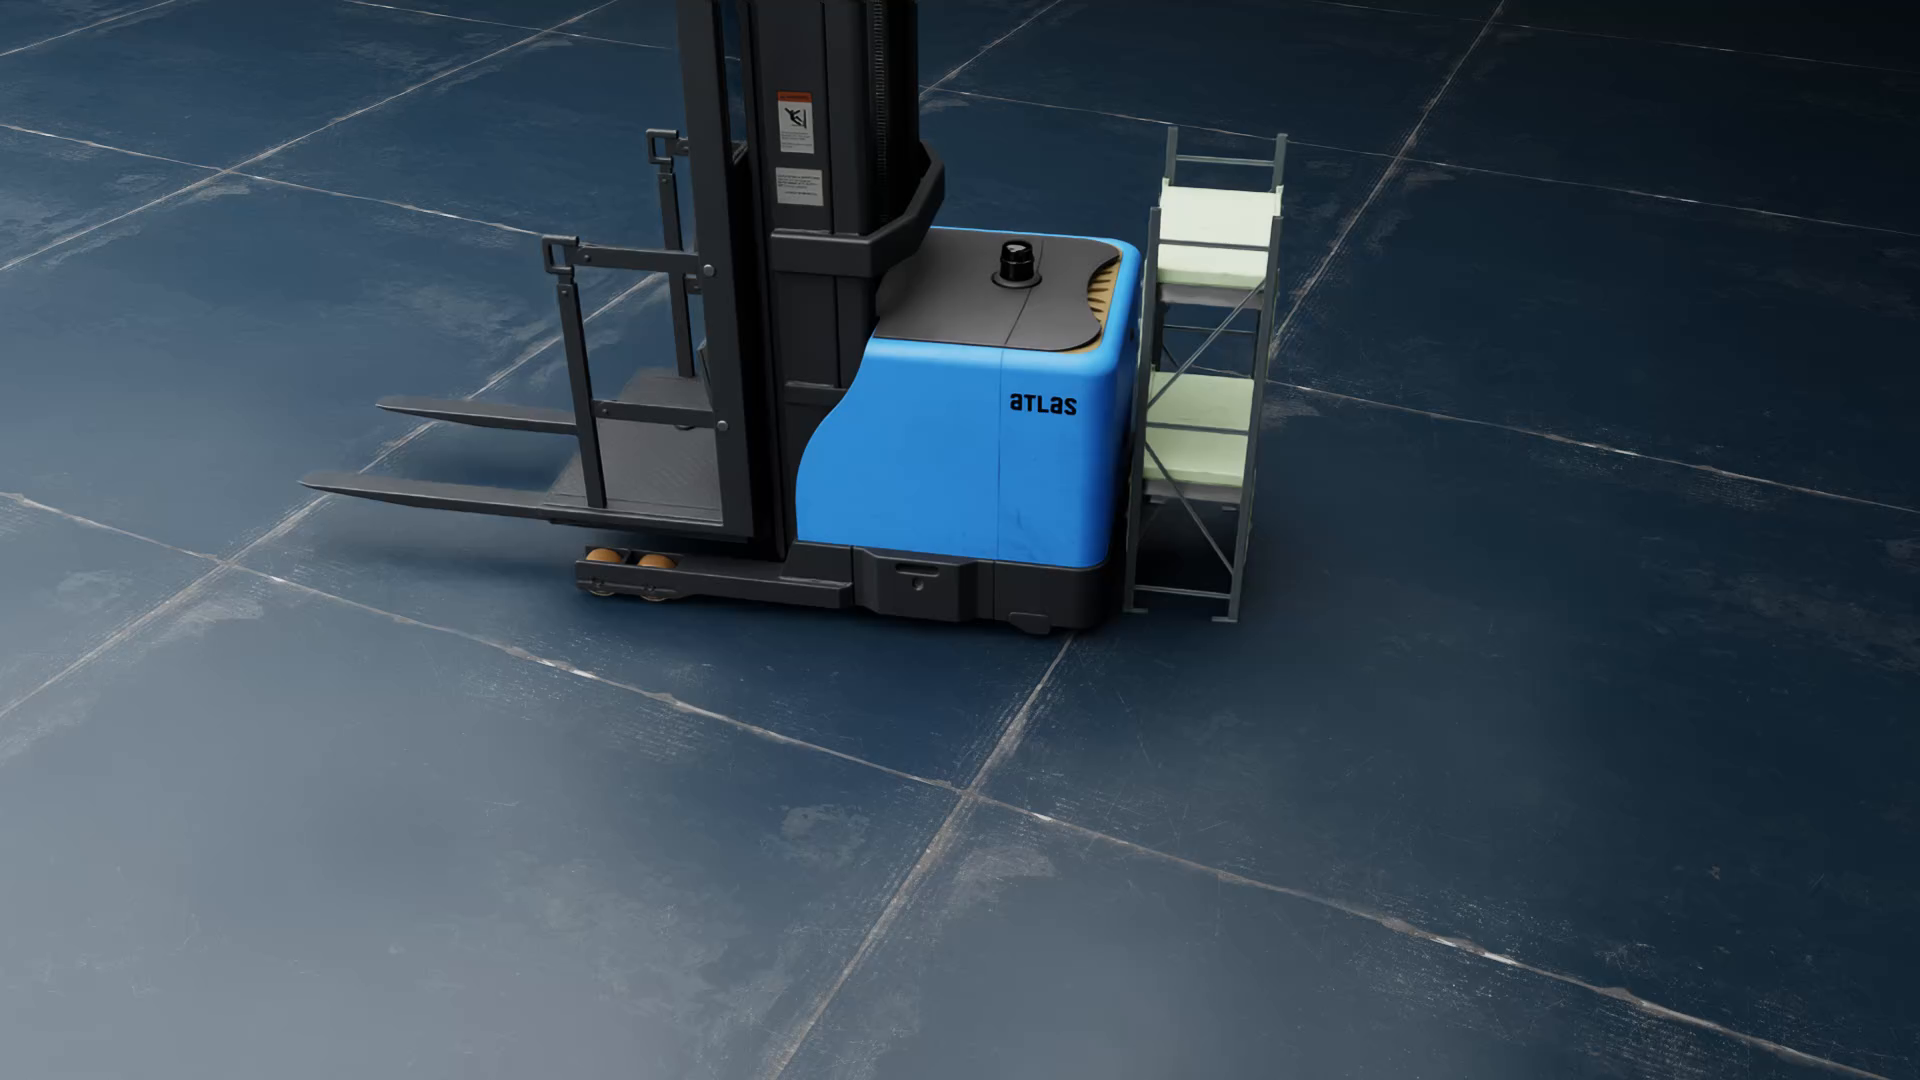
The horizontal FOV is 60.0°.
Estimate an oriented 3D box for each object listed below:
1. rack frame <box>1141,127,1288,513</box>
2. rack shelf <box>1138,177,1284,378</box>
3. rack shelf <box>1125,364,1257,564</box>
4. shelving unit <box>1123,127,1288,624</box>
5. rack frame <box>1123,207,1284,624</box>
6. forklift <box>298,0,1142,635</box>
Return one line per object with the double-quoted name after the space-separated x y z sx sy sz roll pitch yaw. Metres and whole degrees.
0.904 -0.755 6.033 0.400 1.500 0.023 6 34 9 "rack frame"
0.839 -0.884 5.518 0.431 0.370 0.720 6 34 9 "rack shelf"
0.838 -0.285 5.911 0.431 0.370 0.720 6 34 9 "rack shelf"
0.839 -0.557 5.732 0.431 1.500 0.755 6 34 9 "shelving unit"
0.773 -0.360 5.431 0.400 1.500 0.023 6 34 9 "rack frame"
-0.909 -1.285 5.537 3.031 2.935 1.130 6 34 9 "forklift"
